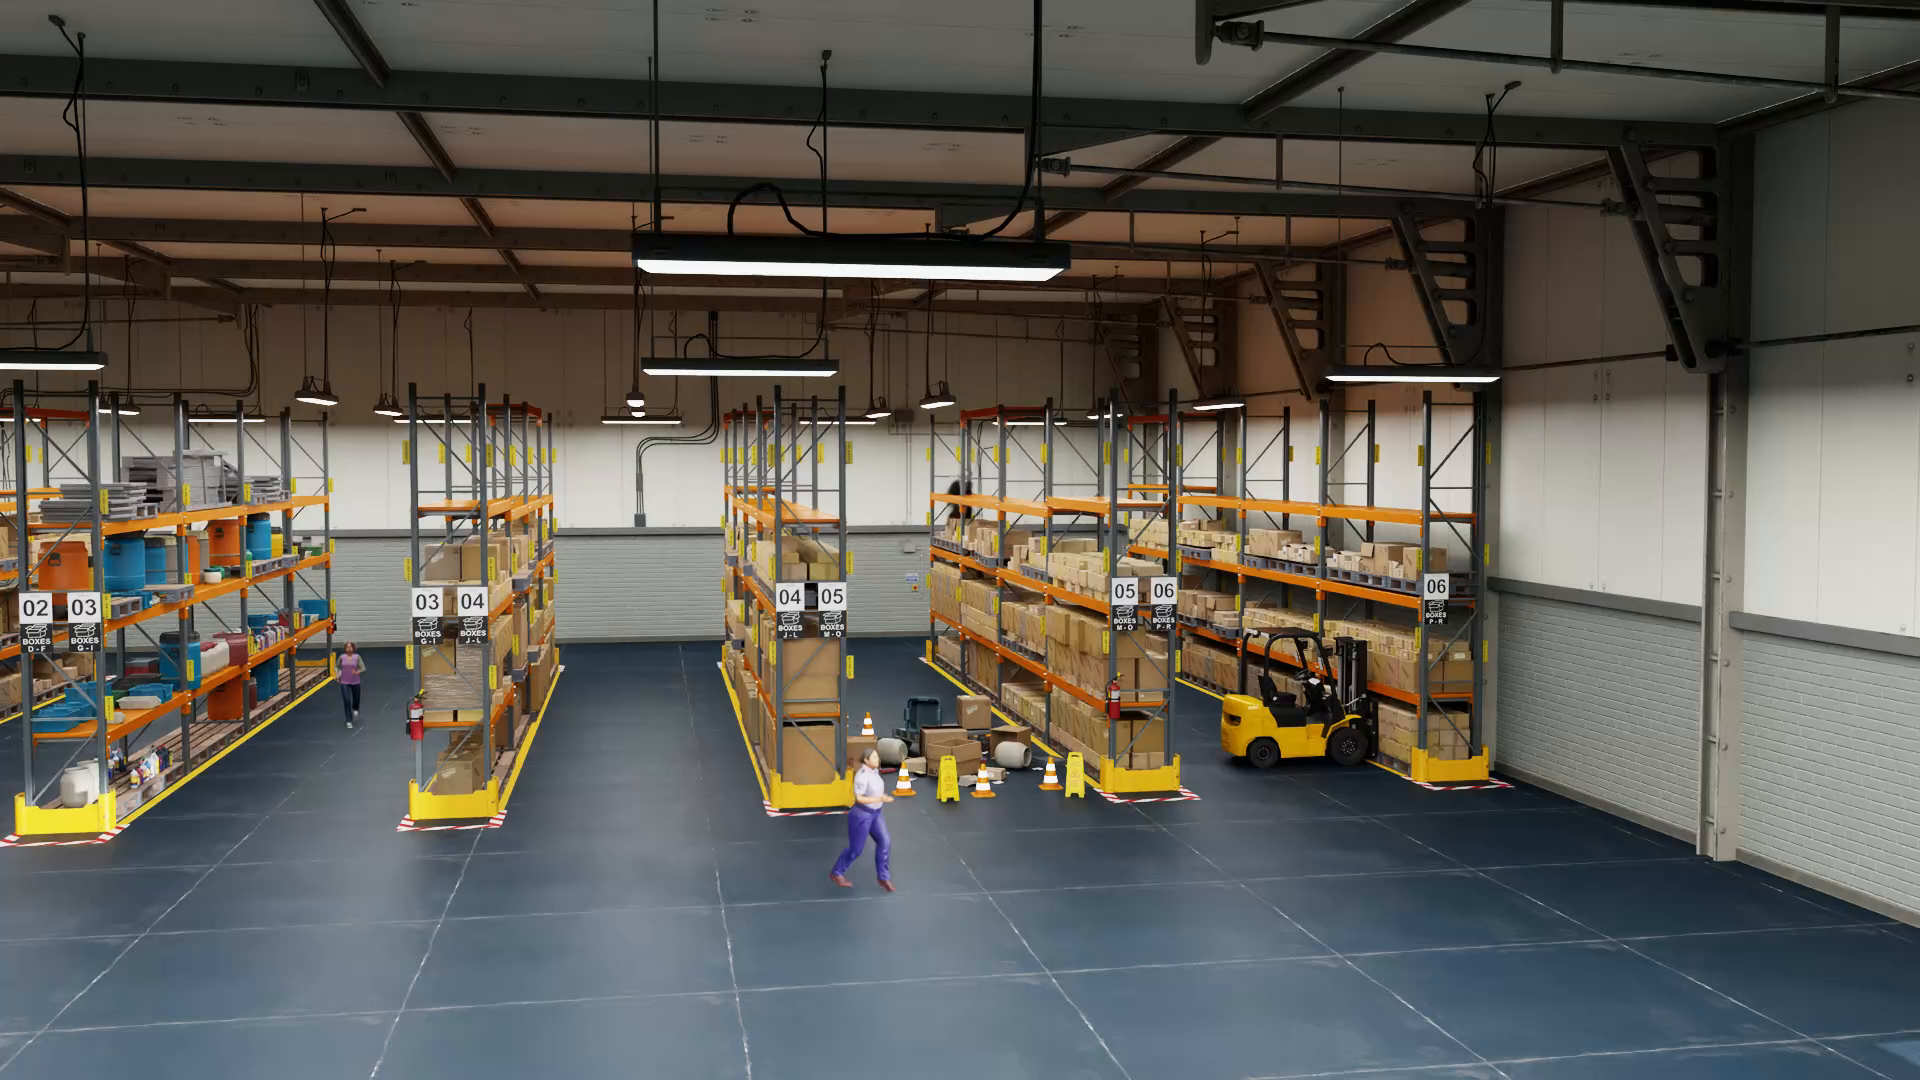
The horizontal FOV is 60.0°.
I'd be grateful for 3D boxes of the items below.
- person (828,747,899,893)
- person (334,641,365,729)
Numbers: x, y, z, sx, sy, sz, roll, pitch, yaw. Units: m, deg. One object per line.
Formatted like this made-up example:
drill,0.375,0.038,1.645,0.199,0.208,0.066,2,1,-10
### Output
person,-1.105,3.221,19.106,0.836,1.699,0.564,1,3,24
person,-11.266,2.655,30.701,0.547,1.569,0.813,-1,3,-20
